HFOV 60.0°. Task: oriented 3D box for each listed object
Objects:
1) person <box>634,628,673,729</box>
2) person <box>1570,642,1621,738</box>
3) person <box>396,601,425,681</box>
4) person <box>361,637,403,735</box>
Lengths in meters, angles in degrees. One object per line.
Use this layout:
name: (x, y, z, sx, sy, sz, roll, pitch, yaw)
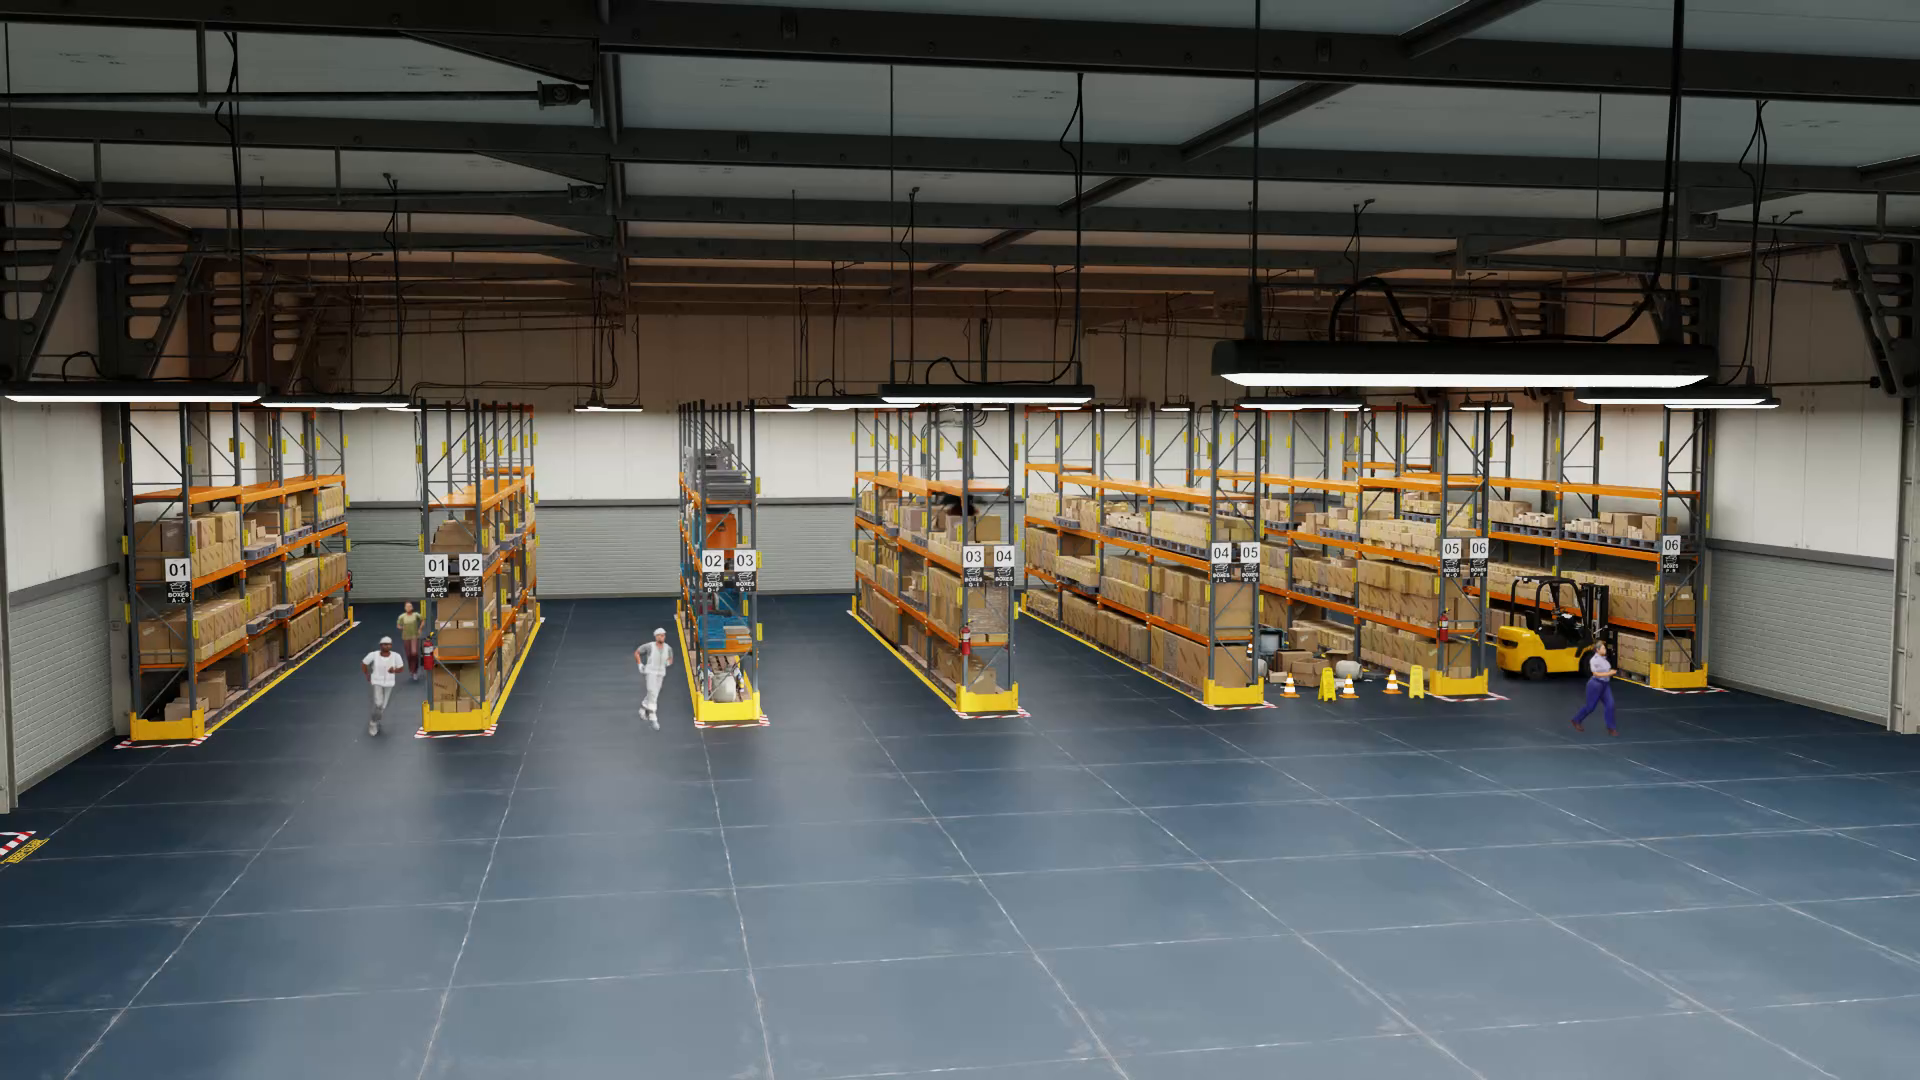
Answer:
person: (-5.608, 2.521, 30.706, 0.673, 1.799, 0.888, -4, 6, -43)
person: (11.364, 2.660, 29.662, 0.591, 1.695, 0.866, -4, 6, -43)
person: (-11.911, 2.176, 36.040, 0.559, 1.725, 0.738, -1, 4, -9)
person: (-10.380, 2.615, 29.962, 0.675, 1.776, 0.686, -3, 5, -34)
